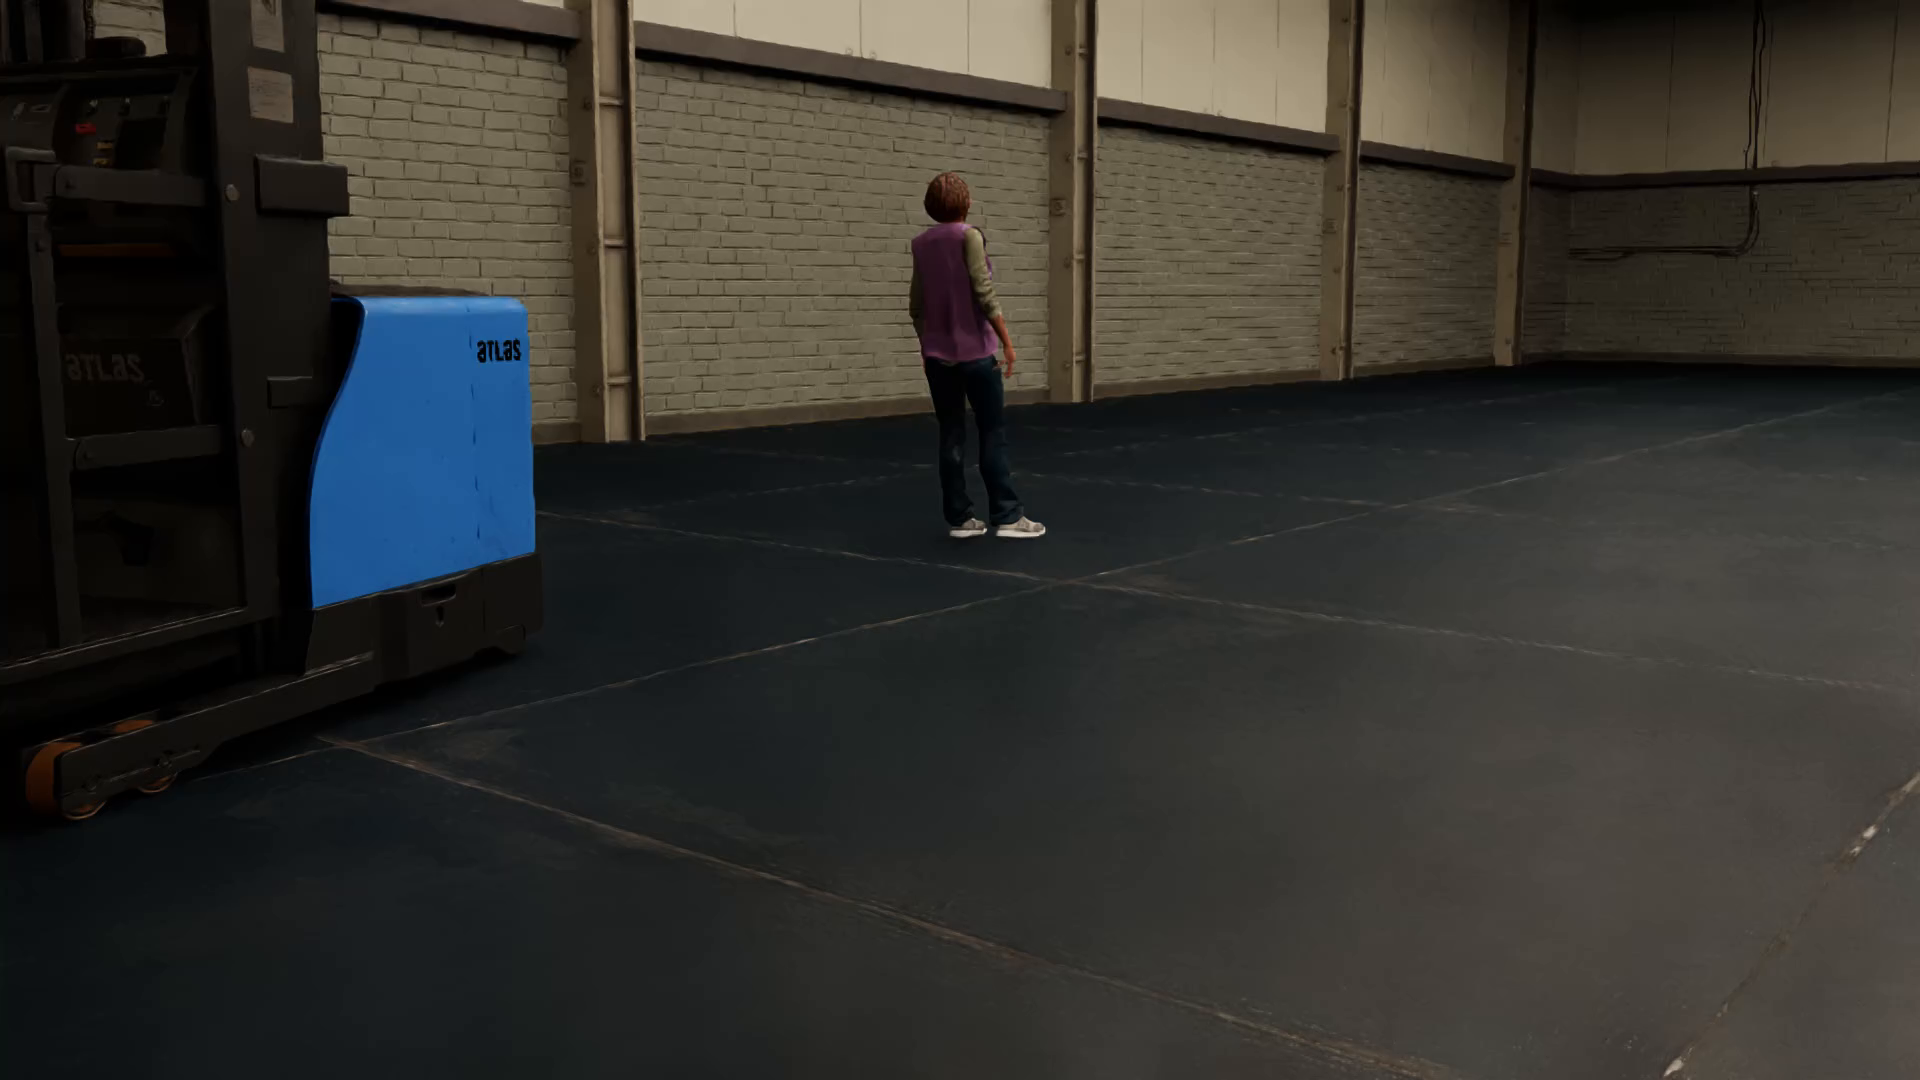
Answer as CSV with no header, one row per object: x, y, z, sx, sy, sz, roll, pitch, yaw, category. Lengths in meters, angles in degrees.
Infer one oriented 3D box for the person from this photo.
0.057,-0.801,7.337,0.520,1.591,0.474,7,11,38,person

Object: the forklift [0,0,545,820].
-2.226,-0.935,3.672,1.130,2.935,3.031,3,9,19,forklift
